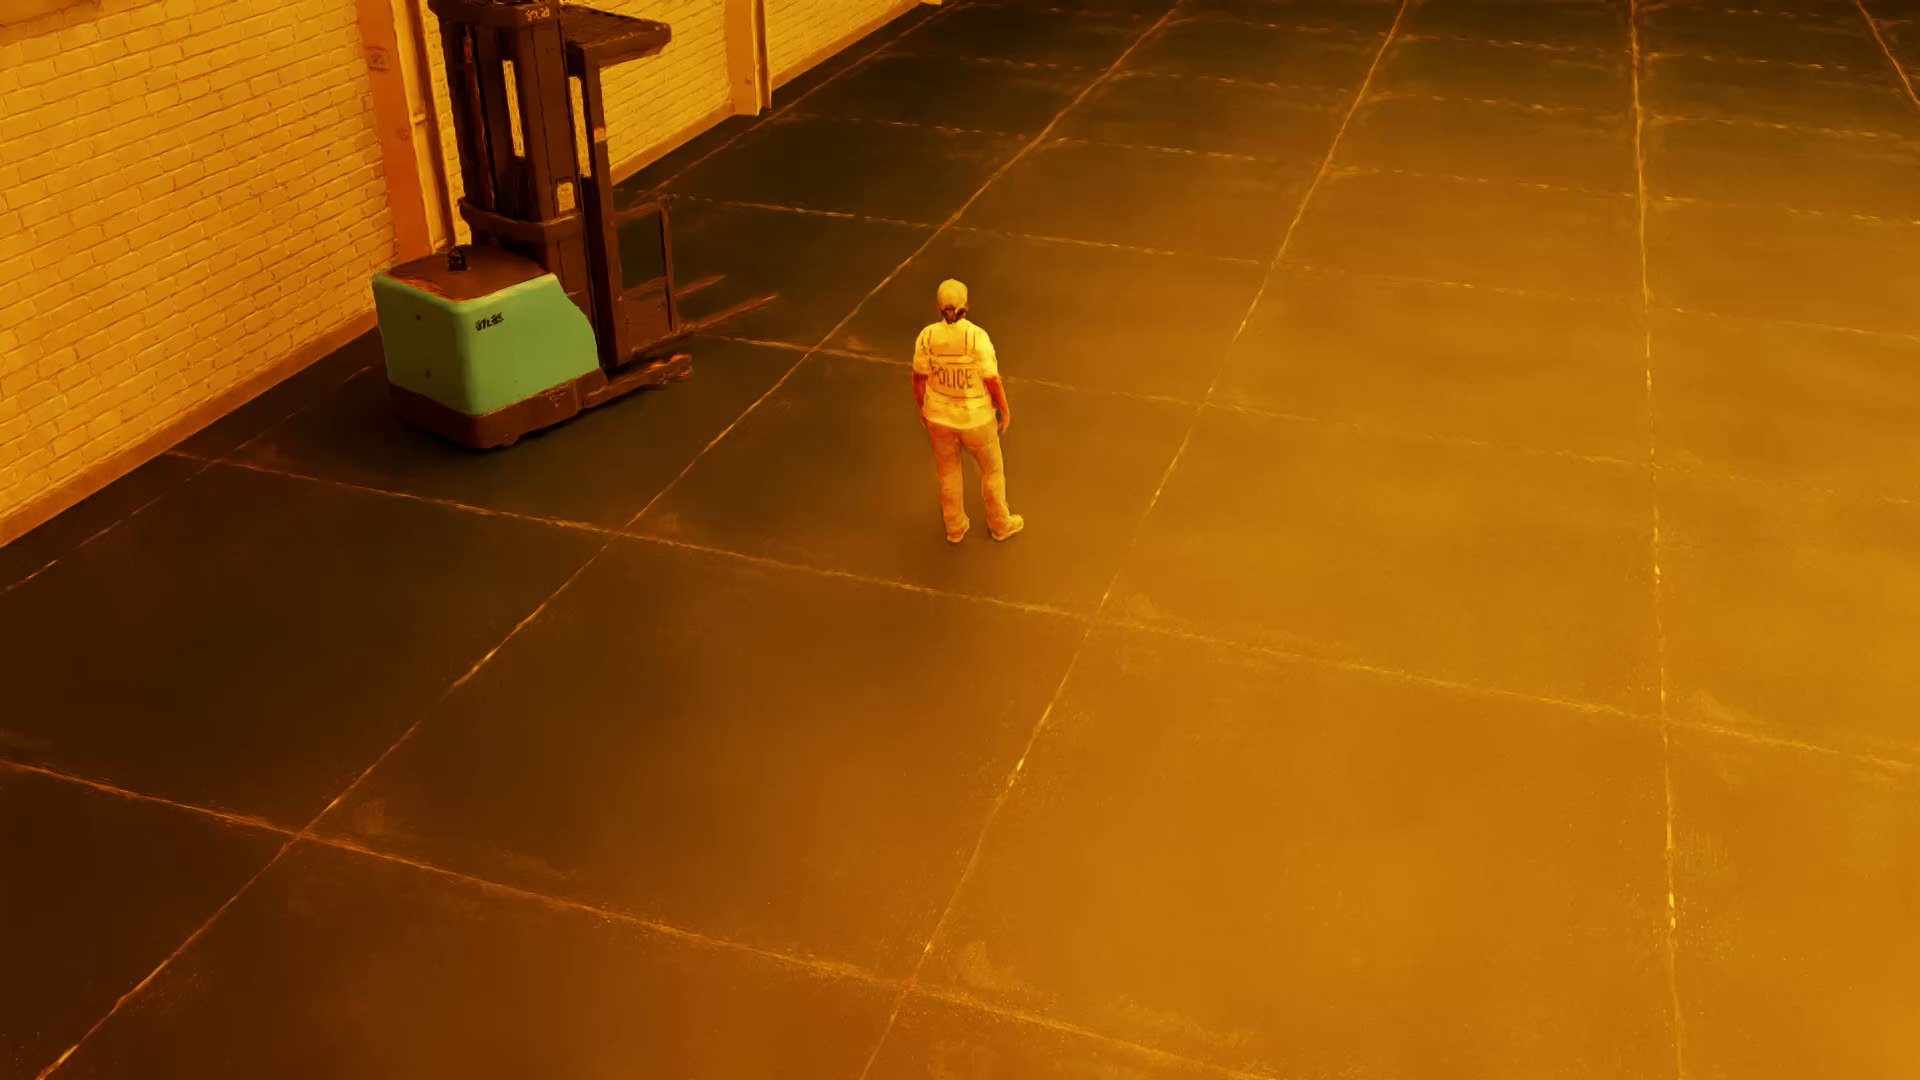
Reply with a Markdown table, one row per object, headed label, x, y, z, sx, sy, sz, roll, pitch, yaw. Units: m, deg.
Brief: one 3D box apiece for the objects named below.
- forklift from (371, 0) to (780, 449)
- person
| label | x | y | z | sx | sy | sz | roll | pitch | yaw |
| --- | --- | --- | --- | --- | --- | --- | --- | --- | --- |
| forklift | -2.622 | -2.536 | 11.586 | 1.130 | 2.935 | 3.031 | 22 | 36 | 33 |
| person | 0.046 | -0.762 | 9.736 | 0.598 | 1.669 | 0.529 | 10 | 31 | 16 |
